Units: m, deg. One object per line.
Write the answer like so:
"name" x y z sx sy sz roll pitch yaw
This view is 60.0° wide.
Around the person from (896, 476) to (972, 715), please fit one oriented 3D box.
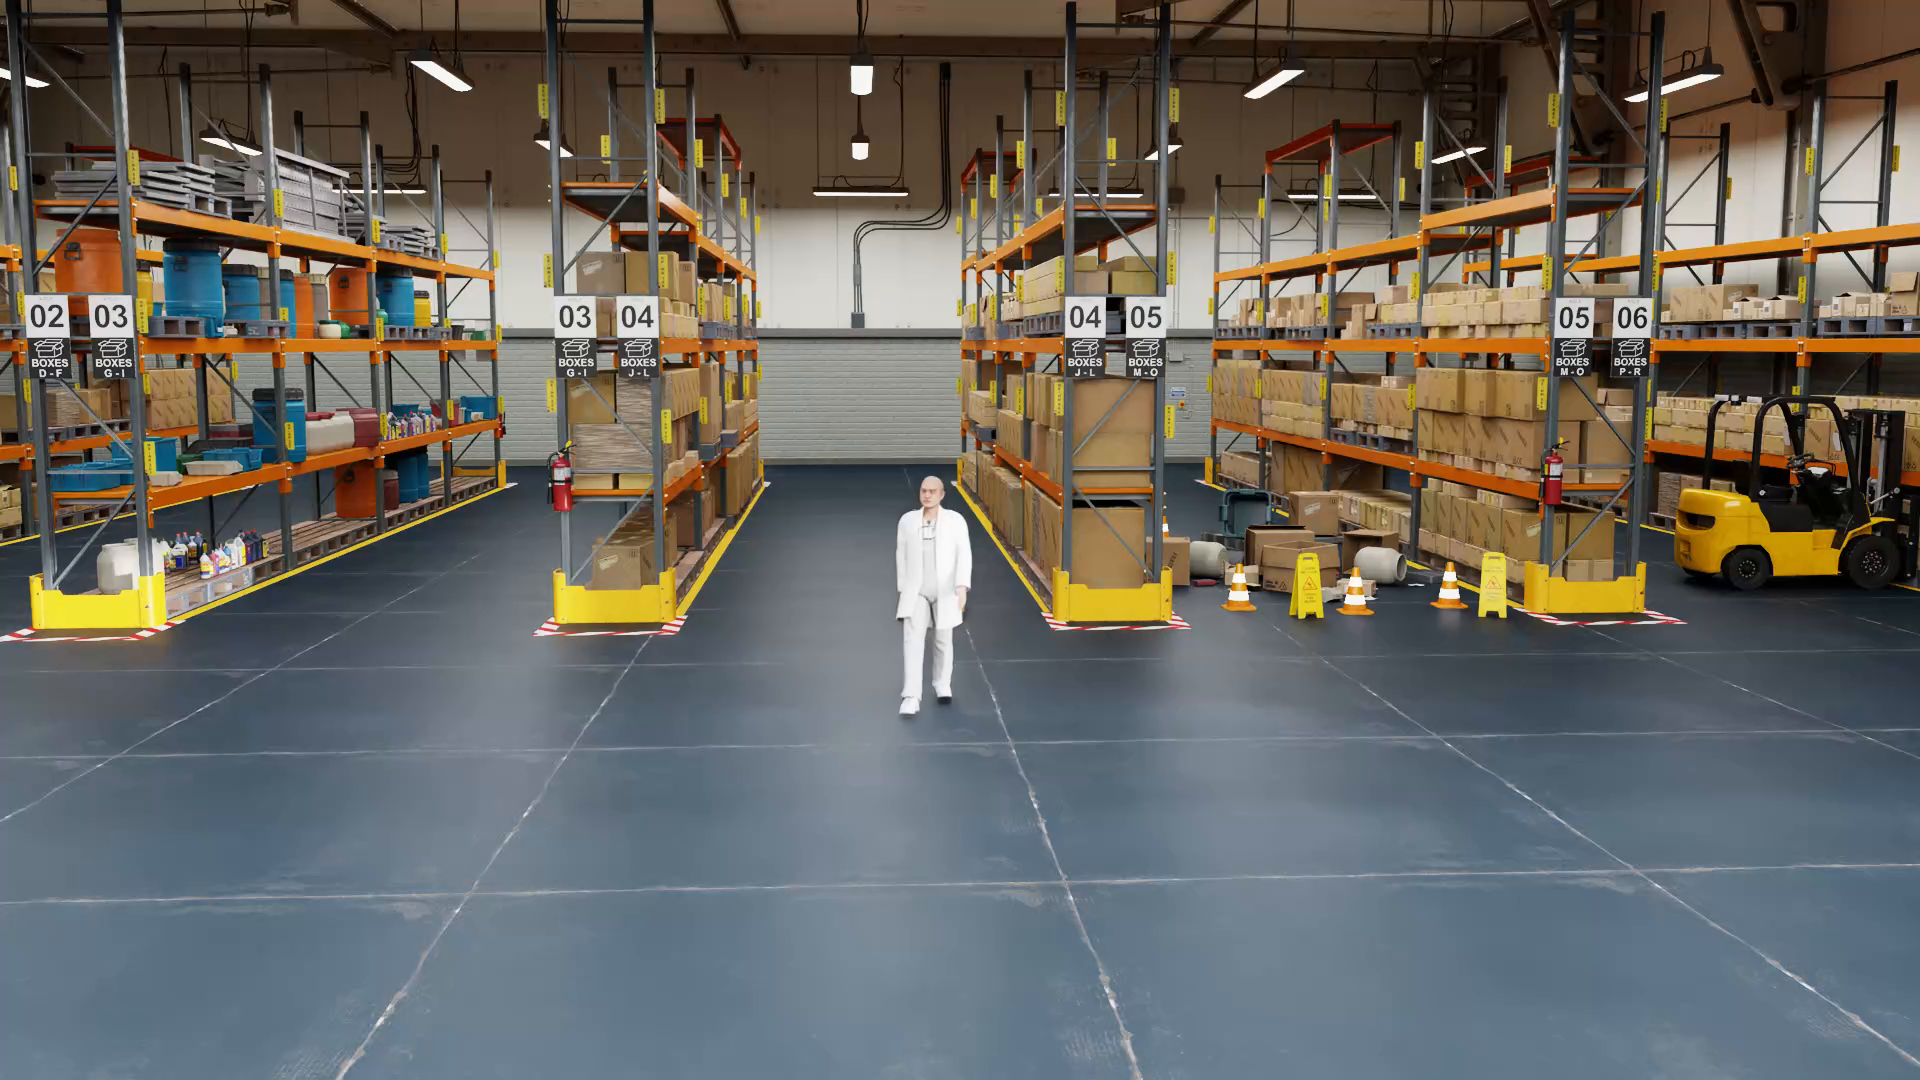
"person" -0.209 0.391 12.399 0.587 1.720 1.083 1 7 4
